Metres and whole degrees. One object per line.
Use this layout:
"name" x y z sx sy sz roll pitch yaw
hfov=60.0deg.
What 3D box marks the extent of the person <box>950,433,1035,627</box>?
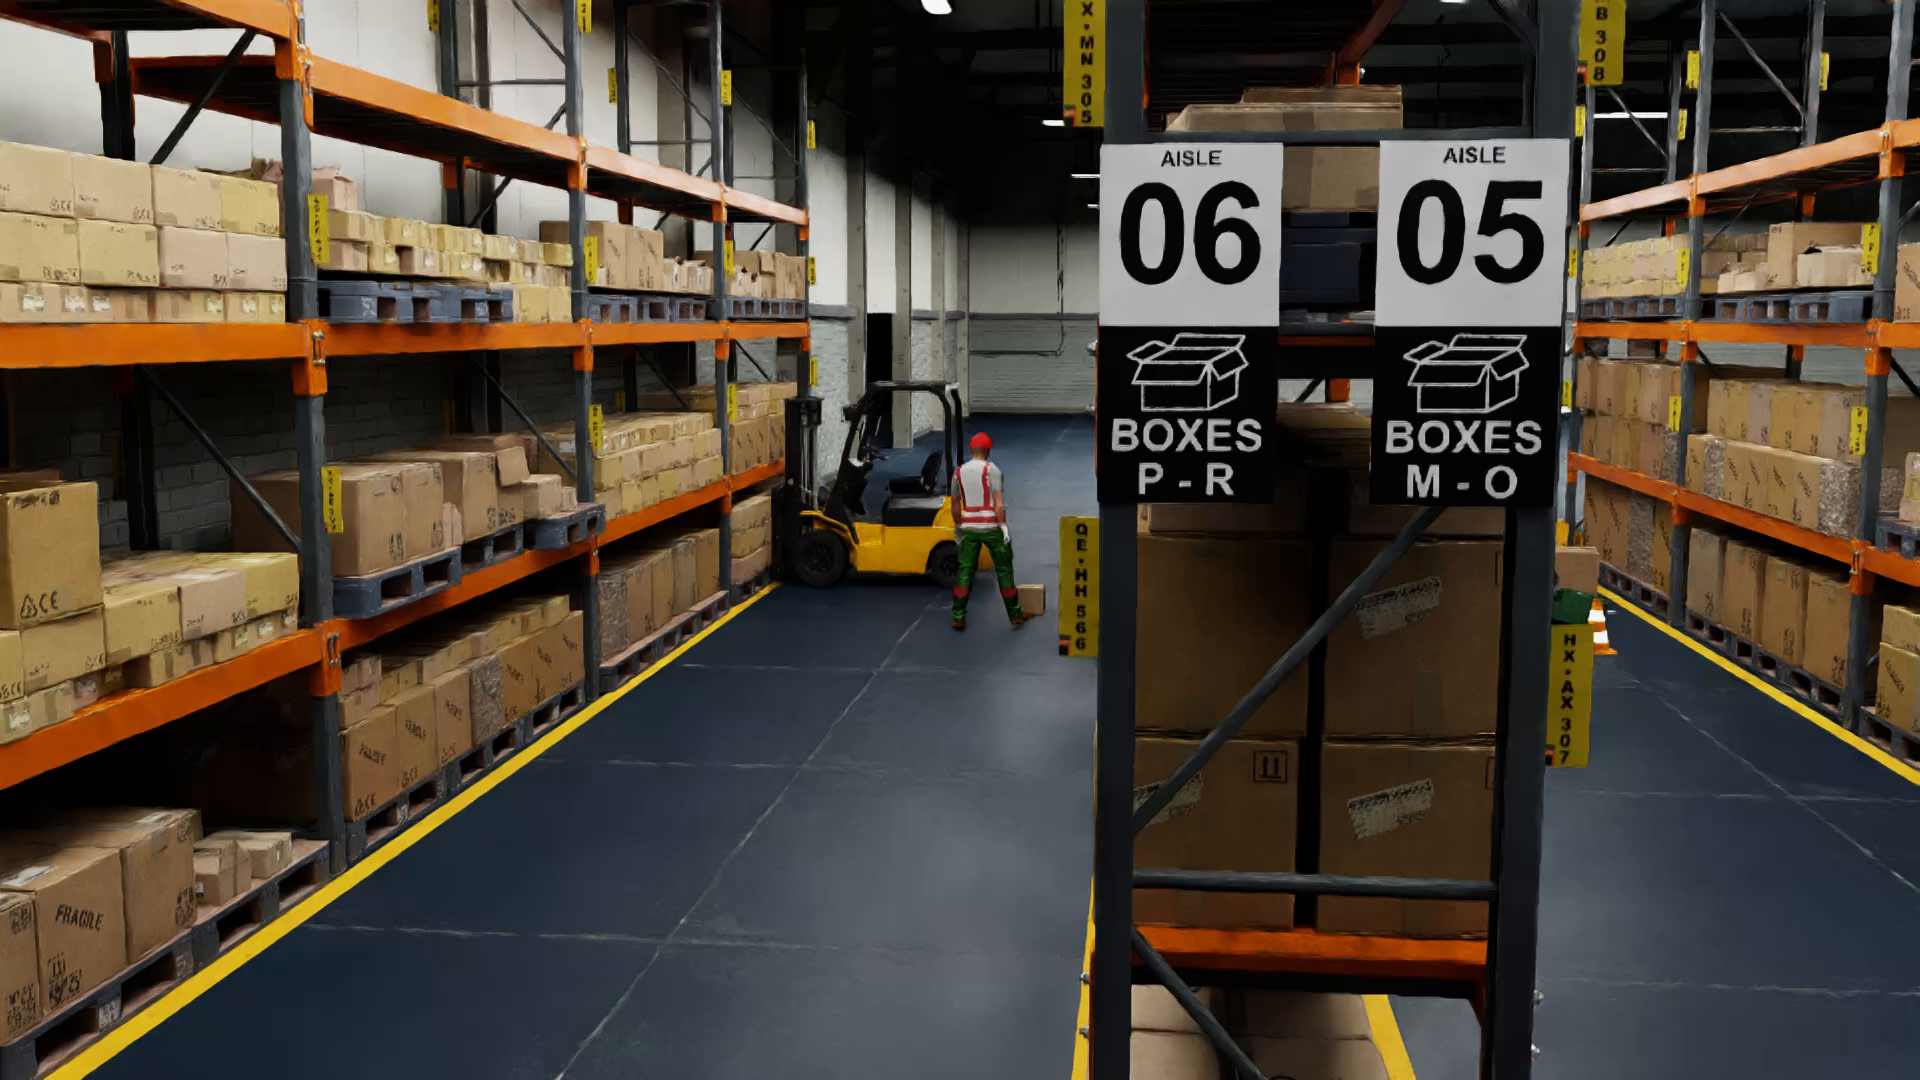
"person" 0.264 -0.103 15.353 0.715 1.769 0.631 5 9 32
